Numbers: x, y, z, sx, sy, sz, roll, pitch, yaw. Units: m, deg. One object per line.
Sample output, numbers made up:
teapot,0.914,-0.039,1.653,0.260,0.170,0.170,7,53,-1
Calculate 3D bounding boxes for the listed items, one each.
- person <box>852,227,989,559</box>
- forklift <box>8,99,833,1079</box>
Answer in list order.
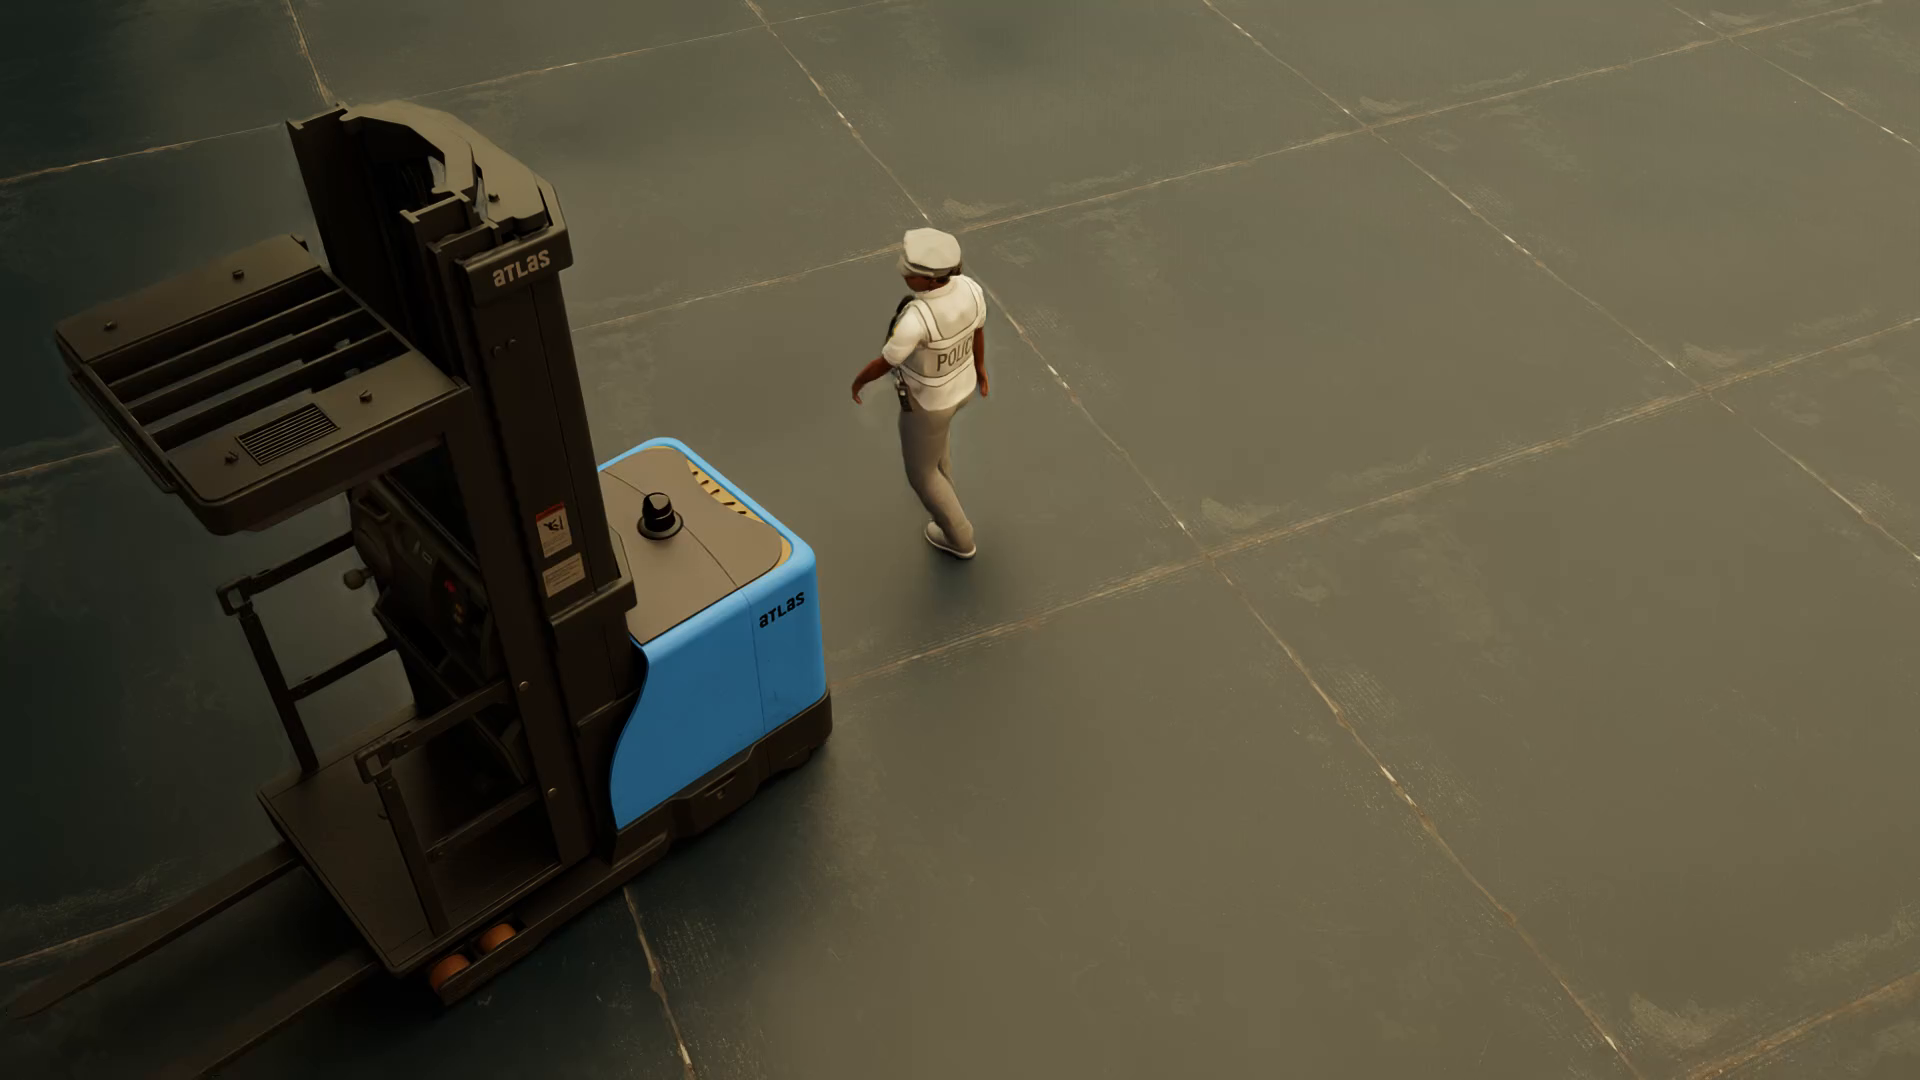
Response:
person,-0.122,-0.688,7.385,0.611,1.622,0.568,25,48,24
forklift,-1.957,0.191,5.476,3.031,2.935,1.130,-32,52,-29
